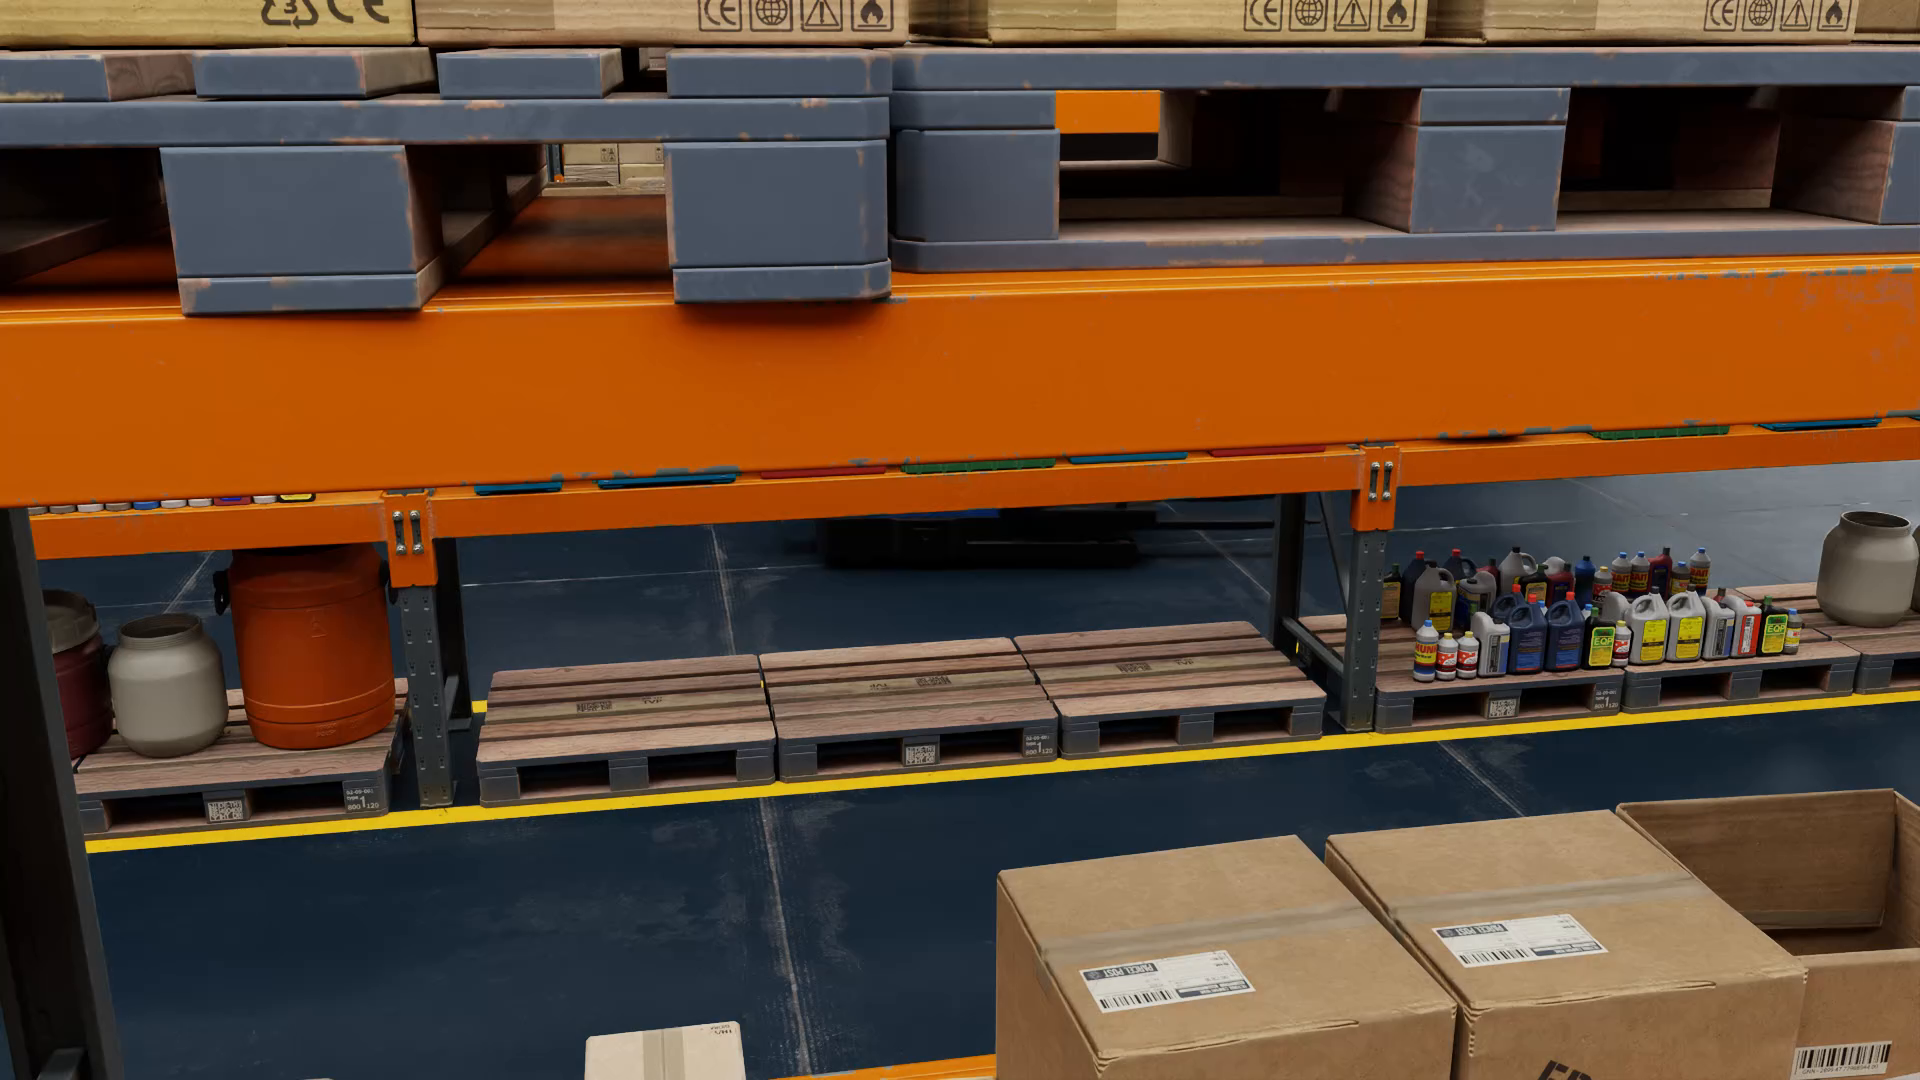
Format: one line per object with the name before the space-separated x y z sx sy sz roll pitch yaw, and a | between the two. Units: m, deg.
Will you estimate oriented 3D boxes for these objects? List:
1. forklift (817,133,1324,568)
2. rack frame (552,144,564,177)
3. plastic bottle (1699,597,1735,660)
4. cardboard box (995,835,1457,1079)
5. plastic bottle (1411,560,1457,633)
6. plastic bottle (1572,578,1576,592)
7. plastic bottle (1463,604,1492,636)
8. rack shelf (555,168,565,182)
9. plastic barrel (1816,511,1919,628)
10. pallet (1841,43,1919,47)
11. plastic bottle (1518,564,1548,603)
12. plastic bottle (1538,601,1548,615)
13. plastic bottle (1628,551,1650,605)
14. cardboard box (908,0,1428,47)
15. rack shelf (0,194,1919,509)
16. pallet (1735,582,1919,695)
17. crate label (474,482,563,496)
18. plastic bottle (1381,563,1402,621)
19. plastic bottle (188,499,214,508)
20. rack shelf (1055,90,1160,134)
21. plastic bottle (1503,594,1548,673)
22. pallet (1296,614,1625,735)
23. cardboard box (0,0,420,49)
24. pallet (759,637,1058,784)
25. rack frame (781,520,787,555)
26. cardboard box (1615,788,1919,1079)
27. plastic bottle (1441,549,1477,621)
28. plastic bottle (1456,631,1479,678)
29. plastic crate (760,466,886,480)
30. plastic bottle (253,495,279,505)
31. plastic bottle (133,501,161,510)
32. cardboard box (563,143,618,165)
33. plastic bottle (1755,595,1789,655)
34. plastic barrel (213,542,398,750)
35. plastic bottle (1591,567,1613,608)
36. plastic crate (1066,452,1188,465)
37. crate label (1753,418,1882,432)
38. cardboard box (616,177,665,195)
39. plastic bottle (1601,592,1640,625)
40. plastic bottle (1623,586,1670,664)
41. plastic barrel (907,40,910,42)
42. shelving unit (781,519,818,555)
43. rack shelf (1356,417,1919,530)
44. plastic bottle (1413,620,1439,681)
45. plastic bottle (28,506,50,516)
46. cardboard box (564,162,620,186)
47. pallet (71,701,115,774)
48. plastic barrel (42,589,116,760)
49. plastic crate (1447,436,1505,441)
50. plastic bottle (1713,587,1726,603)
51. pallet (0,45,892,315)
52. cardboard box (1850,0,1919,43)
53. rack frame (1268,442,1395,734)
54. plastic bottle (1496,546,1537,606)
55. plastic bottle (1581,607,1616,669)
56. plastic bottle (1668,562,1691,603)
forklift | 0.669 -1.391 9.848 3.031 2.935 1.130 0 17 -1
rack frame | -5.042 -4.771 20.738 0.127 3.000 1.000 -3 17 -10
plastic bottle | 3.523 0.402 7.784 0.135 0.276 0.152 -4 17 -12
cardboard box | 0.358 0.795 2.443 0.500 0.500 0.500 -4 18 -13
plastic bottle | 2.310 0.269 8.090 0.185 0.351 0.144 -3 17 -10
plastic bottle | 3.059 0.248 8.413 0.097 0.201 0.097 0 17 0
plastic bottle | 2.392 0.431 7.678 0.133 0.283 0.061 -3 17 -10
rack shelf | -3.078 -4.539 21.206 4.000 0.370 1.077 -3 17 -10
plastic barrel | 4.508 0.143 8.260 0.421 0.512 0.421 0 17 0
pallet | 1.777 -0.571 2.279 1.217 0.209 0.805 -4 18 -13
plastic bottle | 2.833 0.259 8.237 0.133 0.283 0.061 -3 17 -10
plastic bottle | 2.696 0.416 7.746 0.097 0.271 0.097 0 17 0
plastic bottle | 3.457 0.192 8.476 0.097 0.271 0.097 0 17 0
cardboard box | 0.223 -0.726 1.998 0.500 0.250 0.500 -4 17 -12
rack shelf | 0.677 -0.354 2.137 3.809 0.124 0.919 -3 17 -10
pallet | 4.768 0.462 8.448 1.213 0.211 1.003 -3 17 -10
crate label | -1.738 -0.322 6.537 0.416 0.233 0.303 -3 17 -10
plastic bottle | 2.115 0.257 8.244 0.133 0.283 0.061 -2 17 -8
plastic bottle | -2.882 -0.232 6.298 0.097 0.201 0.097 0 17 0
rack shelf | -0.259 -1.688 6.816 4.000 0.370 1.077 -3 17 -10
plastic bottle | 2.576 0.421 7.595 0.185 0.351 0.144 -3 17 -9
pallet | 2.372 0.598 8.005 1.213 0.211 1.003 -3 17 -10
cardboard box | -0.852 -0.663 1.793 0.500 0.250 0.500 -5 18 -15
pallet | -0.259 0.747 7.519 1.213 0.211 1.003 -3 17 -10
rack frame | -1.110 -0.373 9.997 0.006 0.900 0.240 -8 18 -6
cardboard box | 1.367 0.738 2.629 0.500 0.500 0.500 -2 17 -6
plastic bottle | 2.471 0.217 8.260 0.185 0.351 0.144 -4 18 -13
plastic bottle | 2.301 0.515 7.543 0.097 0.201 0.097 0 17 0
plastic crate | -0.578 -0.519 6.784 0.583 0.464 0.402 -3 17 -10
plastic bottle | -2.655 -0.245 6.340 0.097 0.201 0.097 0 17 0
plastic bottle | -3.073 -0.255 6.252 0.097 0.271 0.097 0 17 0
cardboard box | -3.561 -3.898 16.021 0.500 0.500 0.700 -3 17 -11
plastic bottle | 3.801 0.396 7.790 0.133 0.283 0.061 -3 17 -9
plastic barrel | -2.700 0.382 6.940 0.708 0.830 0.600 -3 17 -10
plastic bottle | 3.261 0.236 8.450 0.097 0.201 0.097 0 17 0
plastic crate | 0.681 -0.551 7.024 0.575 0.384 0.392 -3 17 -10
crate label | 3.876 -0.769 7.646 0.616 0.435 0.502 -3 17 -10
cardboard box | -2.110 -2.265 11.691 0.500 0.500 0.700 -1 17 -2
plastic bottle | 3.126 0.381 7.851 0.135 0.276 0.152 -3 17 -10
plastic bottle | 3.179 0.387 7.706 0.185 0.351 0.144 -3 17 -11
plastic barrel | -0.038 -2.219 6.466 0.708 0.901 0.600 -3 17 -10
shelving unit | -1.010 -0.387 10.008 0.210 0.900 0.258 -8 18 -6
rack shelf | 3.669 -0.477 7.982 4.000 0.370 1.077 -3 17 -10
plastic bottle | 2.101 0.493 7.496 0.097 0.271 0.097 0 17 0
plastic bottle | -3.455 -0.200 6.192 0.097 0.201 0.097 0 17 0
cardboard box | -3.512 -3.345 15.924 0.500 0.500 0.500 -3 17 -10
pallet | -4.184 0.969 6.797 1.213 0.211 1.003 -3 17 -10
plastic barrel | -3.808 0.560 6.771 0.708 0.588 0.600 -3 17 -10
plastic crate | 2.243 -0.672 7.498 0.504 0.338 0.767 -3 17 -10
plastic bottle | 3.639 0.360 7.908 0.133 0.283 0.061 -3 17 -10
pallet | -0.637 -0.466 1.933 1.003 0.211 1.213 -2 17 -8
cardboard box | 1.495 -0.781 2.179 0.500 0.250 0.500 -5 18 -16
rack frame | 1.705 -0.710 7.513 0.127 3.000 1.000 -3 17 -10
plastic bottle | 2.788 0.199 8.318 0.185 0.351 0.144 -3 17 -11
plastic bottle | 2.932 0.446 7.630 0.133 0.283 0.061 -2 17 -8
plastic bottle | 3.691 0.212 8.530 0.097 0.201 0.097 0 17 0
